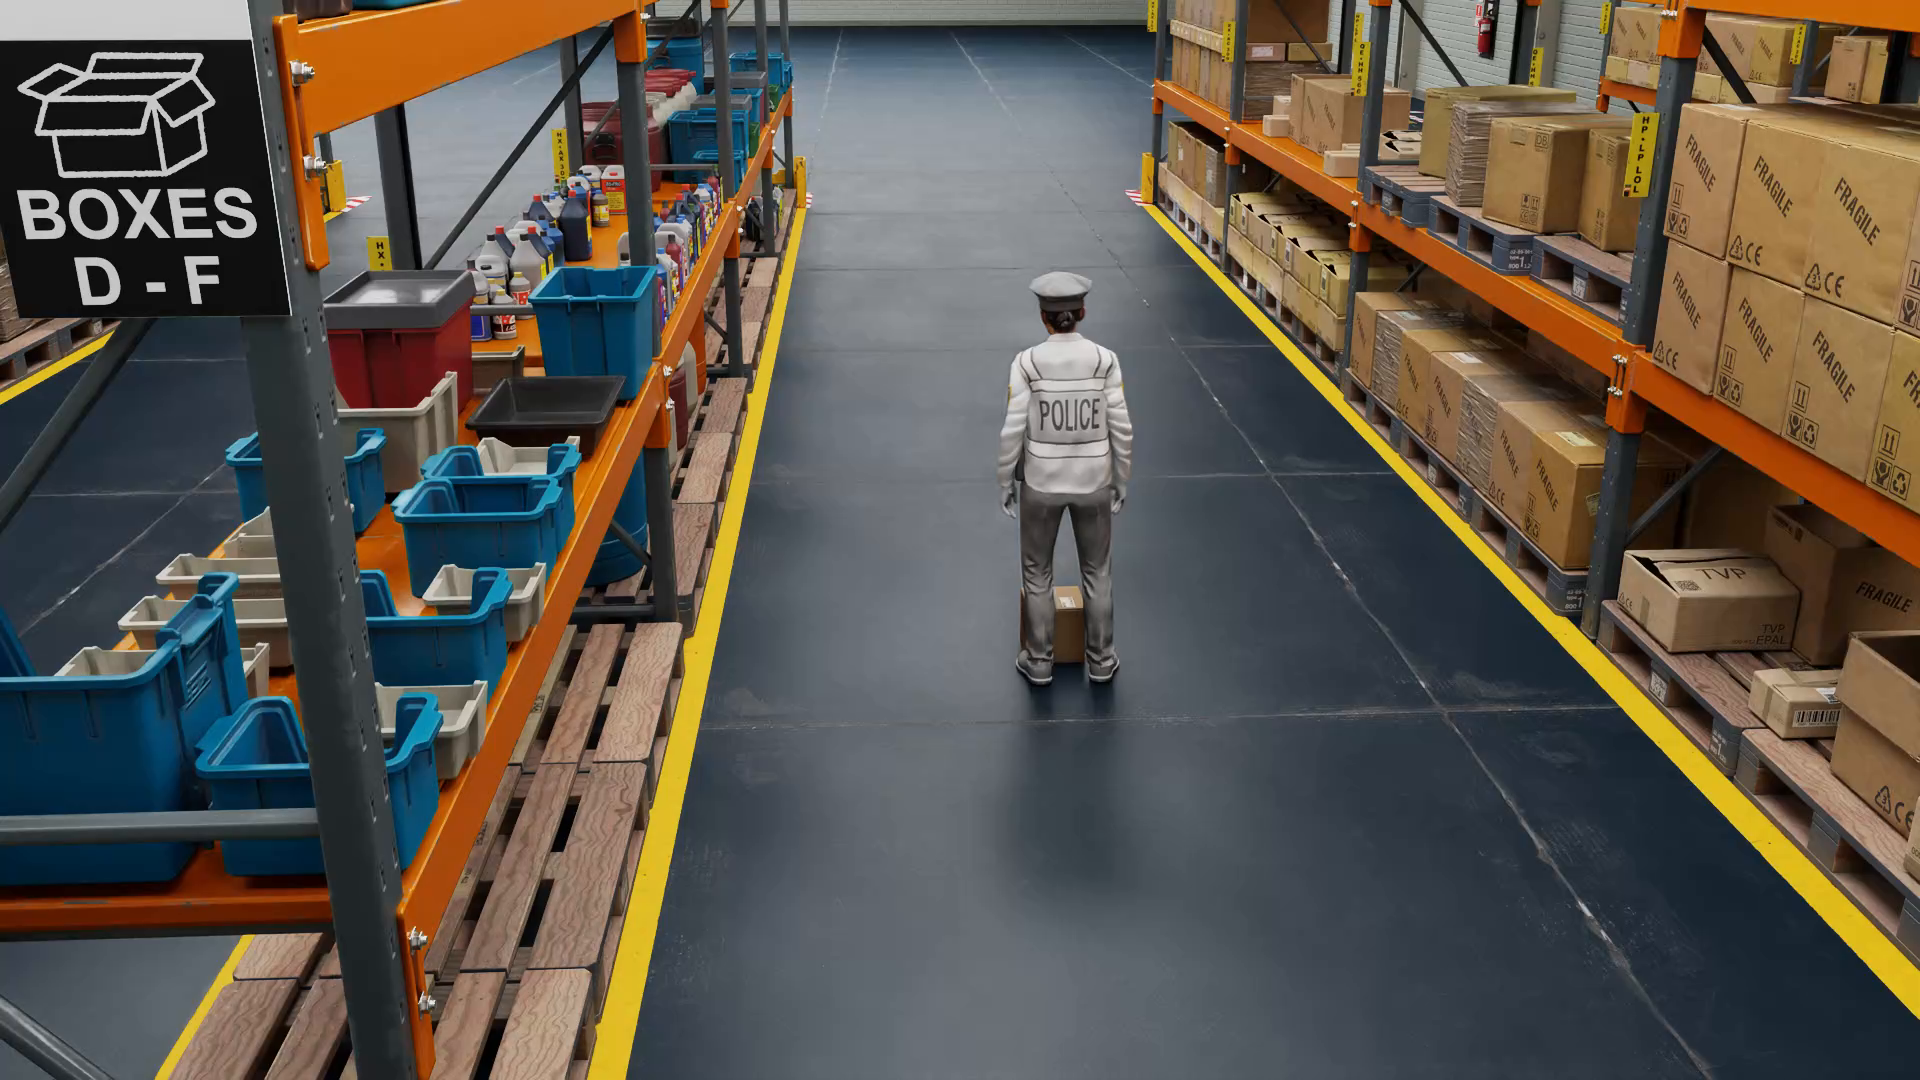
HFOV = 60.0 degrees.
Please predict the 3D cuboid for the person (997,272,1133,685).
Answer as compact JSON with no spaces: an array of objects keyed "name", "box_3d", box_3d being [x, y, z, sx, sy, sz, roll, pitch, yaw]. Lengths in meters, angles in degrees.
[{"name":"person","box_3d":[0.415,-0.217,6.652,0.536,1.663,0.379,-1,21,-4]}]
